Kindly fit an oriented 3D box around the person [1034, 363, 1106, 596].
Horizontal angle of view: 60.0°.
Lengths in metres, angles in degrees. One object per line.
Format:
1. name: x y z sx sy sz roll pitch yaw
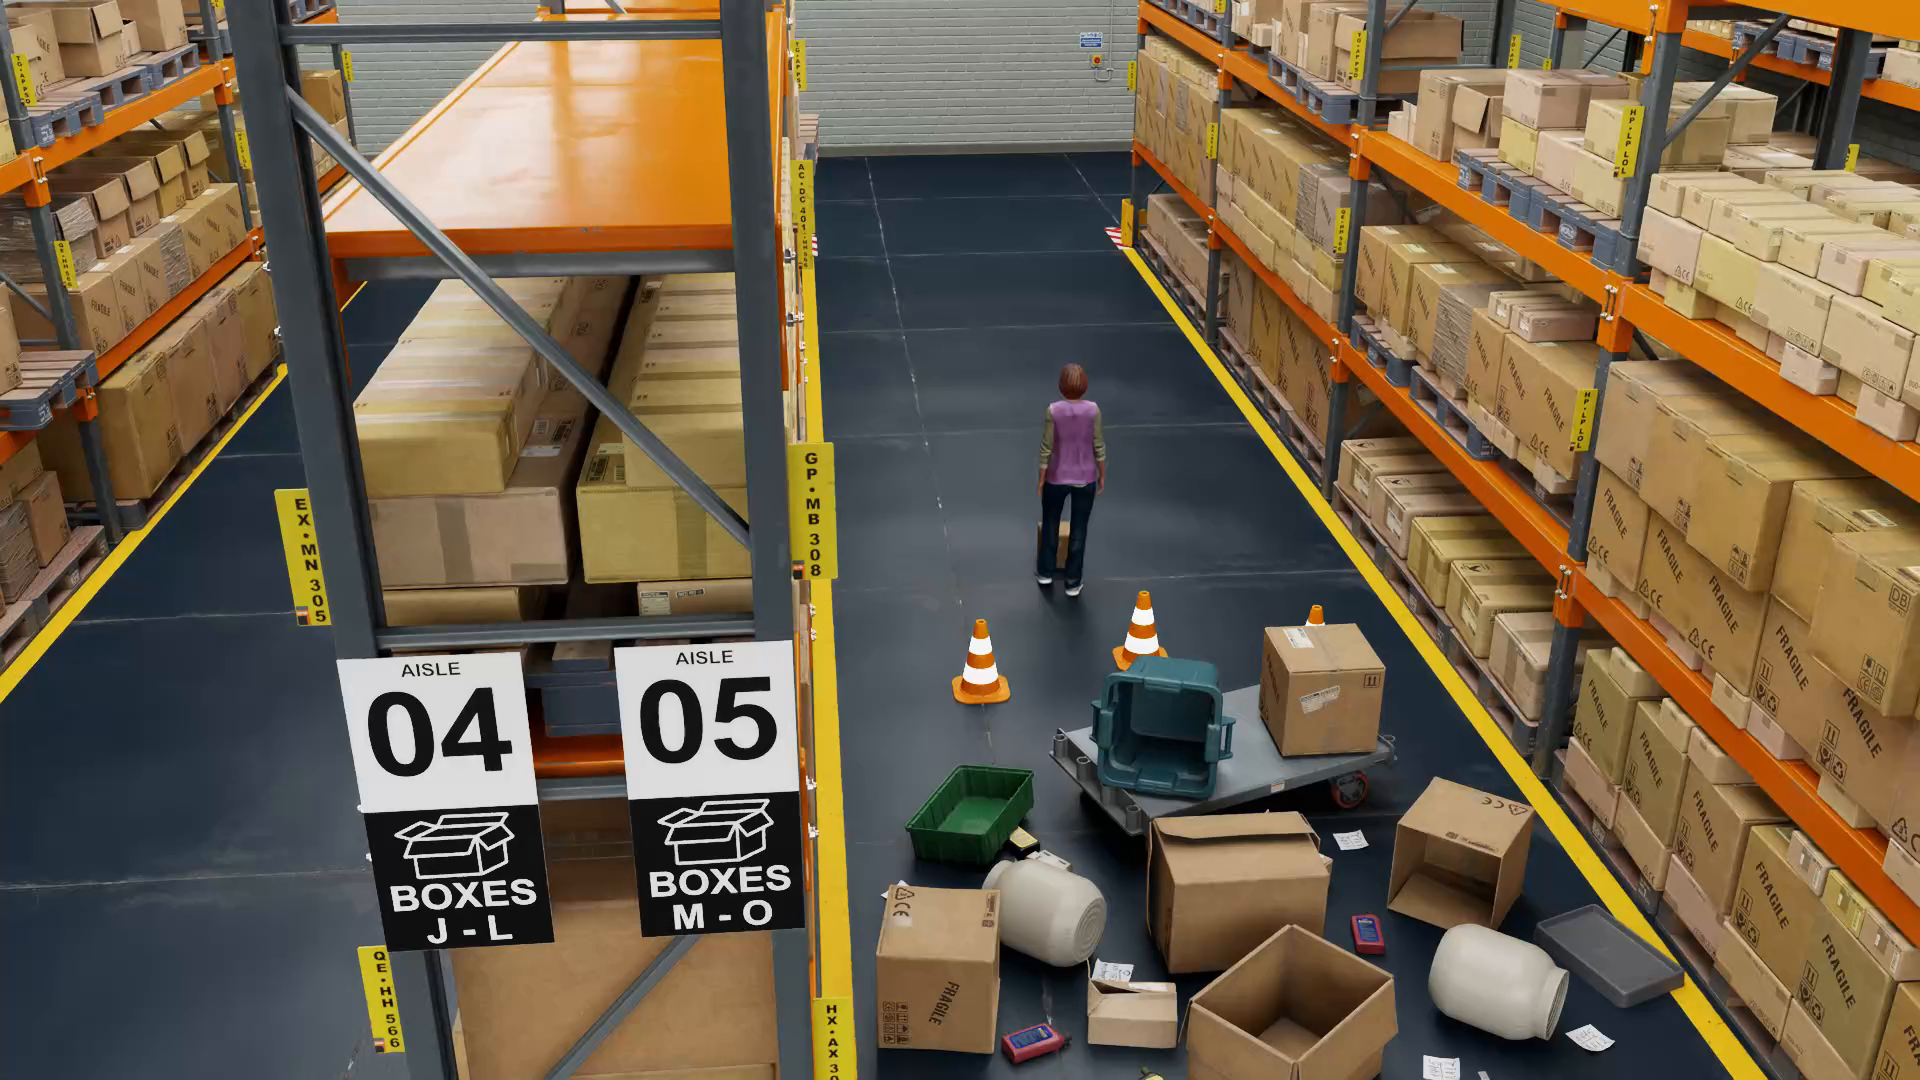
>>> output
1. person: 0.732 -0.417 11.043 0.449 1.610 0.476 0 24 0
